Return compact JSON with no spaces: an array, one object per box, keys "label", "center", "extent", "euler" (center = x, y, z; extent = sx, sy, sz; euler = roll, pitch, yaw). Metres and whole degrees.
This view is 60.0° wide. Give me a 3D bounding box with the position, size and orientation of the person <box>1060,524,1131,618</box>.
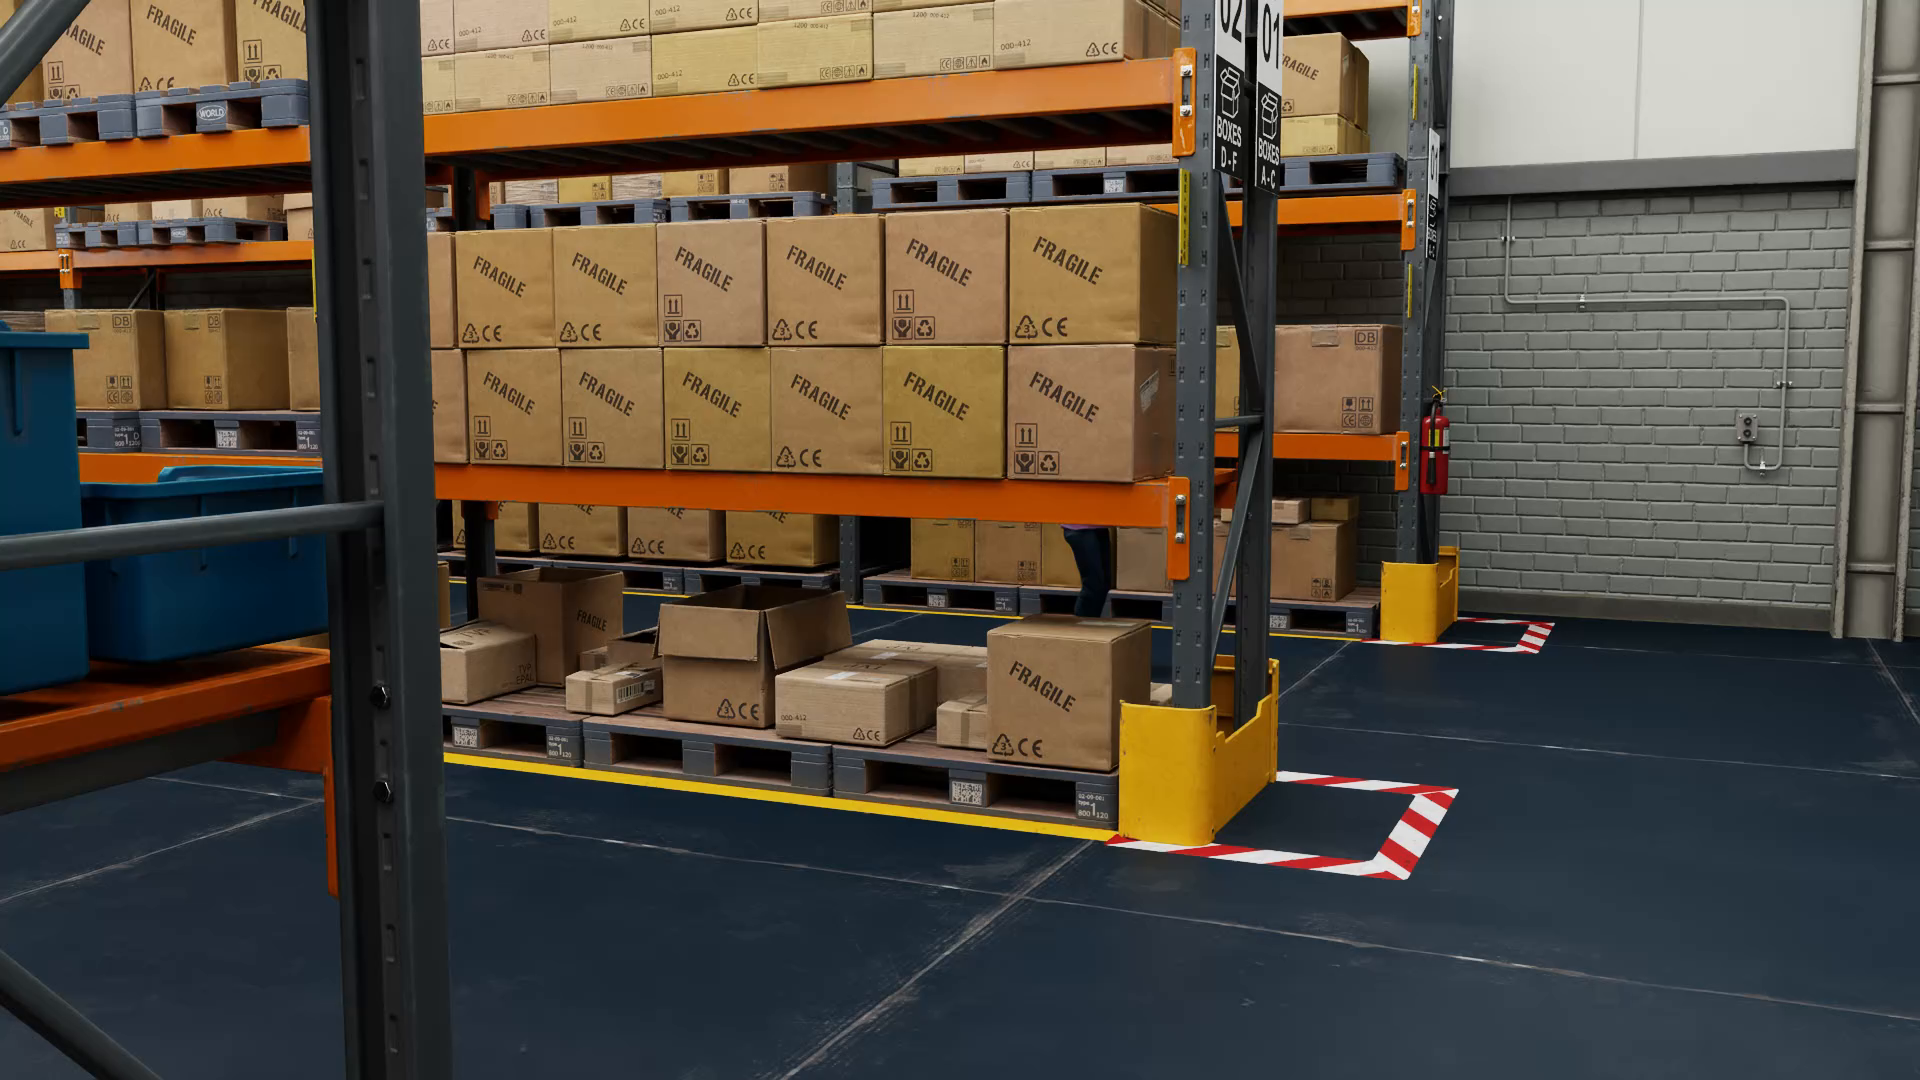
[{"label":"person","center":[0.820,-0.050,9.509],"extent":[0.488,1.592,0.405],"euler":[3,6,25]}]
